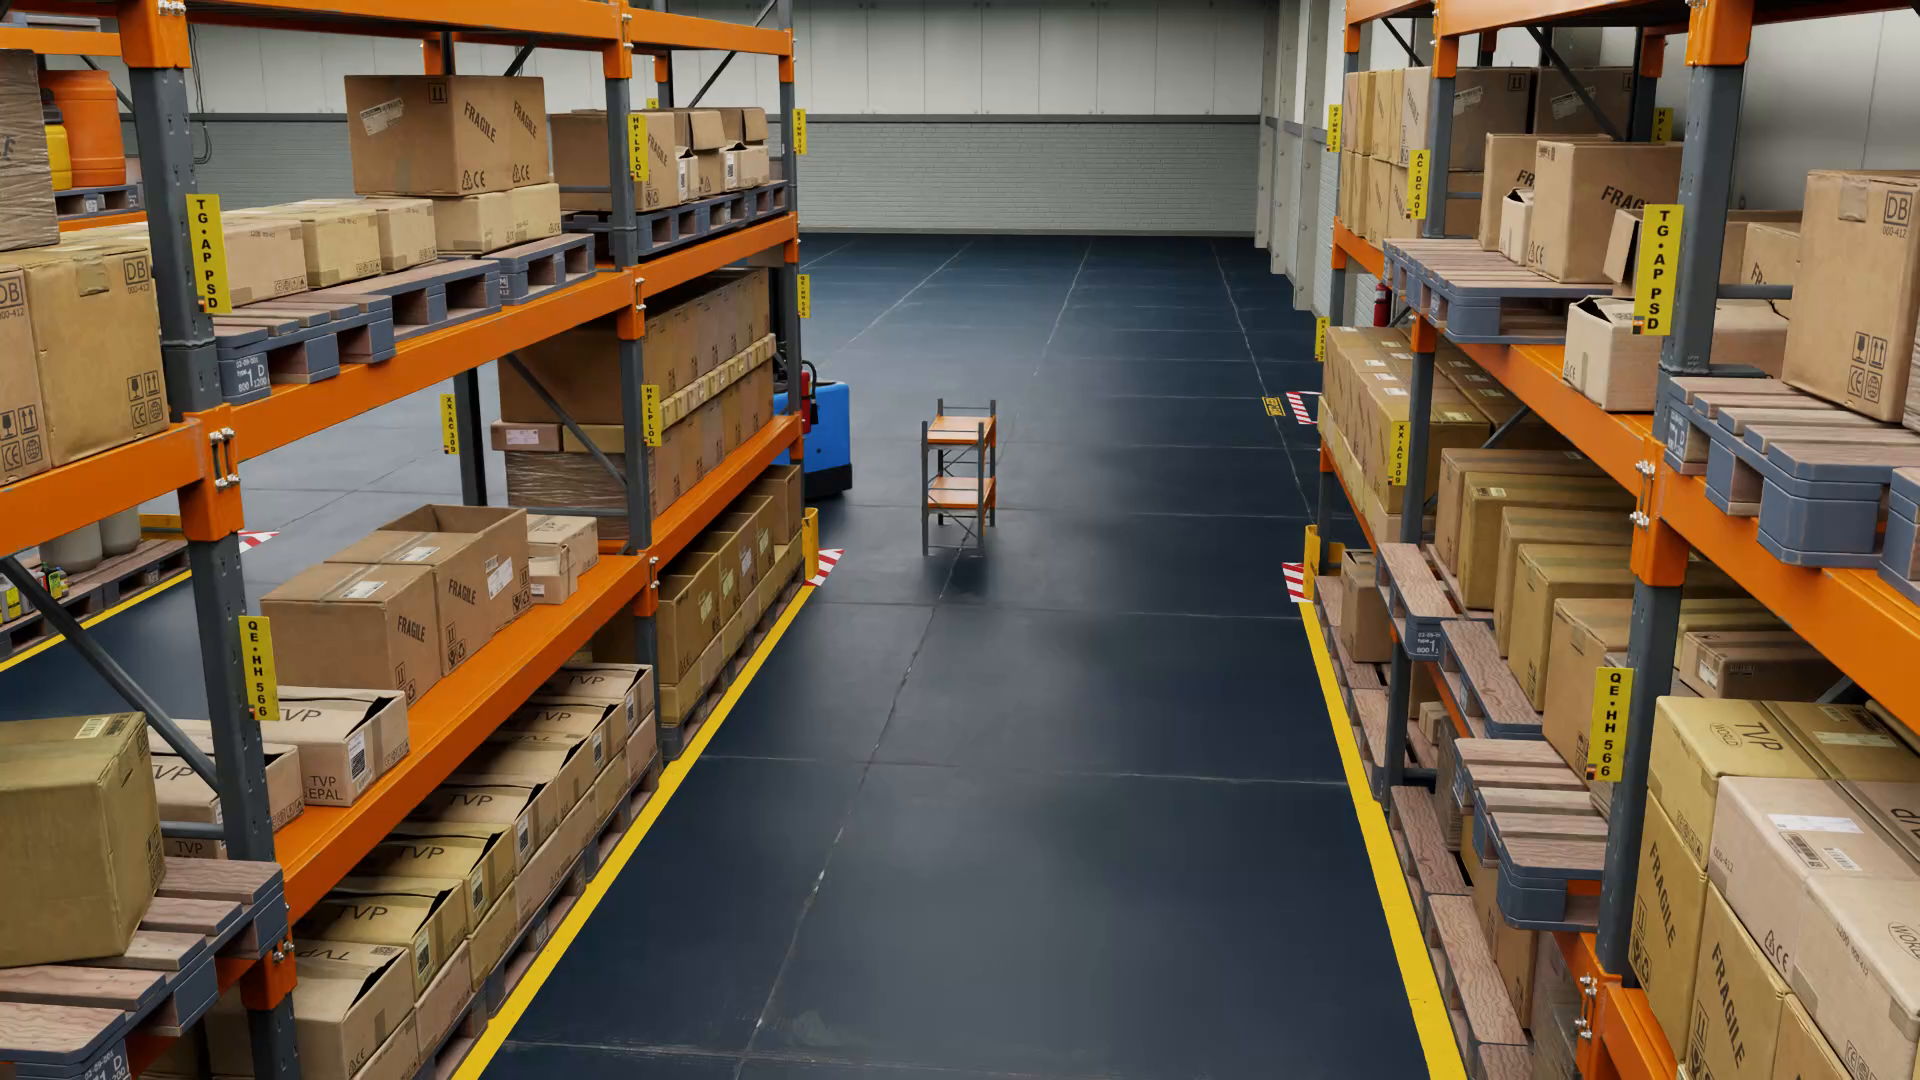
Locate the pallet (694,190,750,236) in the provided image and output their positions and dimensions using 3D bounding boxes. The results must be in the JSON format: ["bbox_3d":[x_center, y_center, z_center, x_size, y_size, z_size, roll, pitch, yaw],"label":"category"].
[{"bbox_3d":[-1.960,-2.091,10.570,1.003,0.211,1.213,2,15,6],"label":"pallet"}]

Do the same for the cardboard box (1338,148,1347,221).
[{"bbox_3d":[2.917,-2.467,11.562,0.500,0.500,0.500,2,15,8],"label":"cardboard box"}]

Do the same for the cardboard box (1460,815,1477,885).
[{"bbox_3d":[2.677,1.318,7.486,0.700,0.500,0.500,1,15,5],"label":"cardboard box"}]

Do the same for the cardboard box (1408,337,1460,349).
[{"bbox_3d":[3.294,-1.081,11.225,0.500,0.500,0.500,2,15,7],"label":"cardboard box"}]

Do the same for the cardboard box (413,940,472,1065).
[{"bbox_3d":[-2.215,1.757,6.382,0.500,0.250,0.500,1,15,5],"label":"cardboard box"}]

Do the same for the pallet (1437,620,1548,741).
[{"bbox_3d":[2.483,0.613,6.518,1.003,0.211,1.213,2,15,6],"label":"pallet"}]

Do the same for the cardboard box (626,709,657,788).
[{"bbox_3d":[-1.930,1.093,8.837,0.500,0.250,0.500,2,15,6],"label":"cardboard box"}]

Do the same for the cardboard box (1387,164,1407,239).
[{"bbox_3d":[2.633,-1.778,9.014,0.500,0.500,0.500,0,15,2],"label":"cardboard box"}]

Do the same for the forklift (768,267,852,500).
[{"bbox_3d":[-2.438,-2.010,15.979,3.031,2.935,1.130,14,20,41],"label":"forklift"}]

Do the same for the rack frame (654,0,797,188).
[{"bbox_3d":[-1.719,-4.081,12.016,1.000,3.000,0.127,2,15,6],"label":"rack frame"}]

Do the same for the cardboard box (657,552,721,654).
[{"bbox_3d":[-1.759,0.374,10.059,0.500,0.500,0.500,2,15,6],"label":"cardboard box"}]

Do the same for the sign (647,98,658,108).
[{"bbox_3d":[-2.270,-3.111,12.349,0.100,0.325,0.005,2,15,6],"label":"sign"}]

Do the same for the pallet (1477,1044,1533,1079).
[{"bbox_3d":[2.390,2.178,5.703,1.003,0.211,1.213,2,15,6],"label":"pallet"}]

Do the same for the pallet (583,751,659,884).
[{"bbox_3d":[-2.215,1.391,8.615,1.003,0.211,1.213,2,15,6],"label":"pallet"}]

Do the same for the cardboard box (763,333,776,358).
[{"bbox_3d":[-1.573,-1.442,12.314,0.380,0.149,0.250,1,15,5],"label":"cardboard box"}]

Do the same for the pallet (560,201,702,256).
[{"bbox_3d":[-2.100,-1.775,9.403,1.003,0.211,1.213,2,15,6],"label":"pallet"}]

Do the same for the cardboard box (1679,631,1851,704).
[{"bbox_3d":[2.309,0.370,4.768,0.380,0.149,0.250,0,15,-1],"label":"cardboard box"}]

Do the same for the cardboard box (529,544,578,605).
[{"bbox_3d":[-2.088,0.151,8.116,0.396,0.266,0.258,1,15,5],"label":"cardboard box"}]

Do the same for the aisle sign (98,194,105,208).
[{"bbox_3d":[-6.924,-2.614,13.103,0.394,0.787,0.004,2,15,6],"label":"aisle sign"}]

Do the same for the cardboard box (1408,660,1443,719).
[{"bbox_3d":[2.829,0.721,9.695,0.500,0.500,0.500,1,15,2],"label":"cardboard box"}]

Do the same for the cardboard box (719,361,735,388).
[{"bbox_3d":[-1.718,-1.106,11.072,0.380,0.149,0.250,2,15,8],"label":"cardboard box"}]

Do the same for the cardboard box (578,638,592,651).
[{"bbox_3d":[-2.268,0.359,10.115,0.500,0.500,0.500,2,15,6],"label":"cardboard box"}]

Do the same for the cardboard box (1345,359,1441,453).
[{"bbox_3d":[2.674,-0.829,10.292,0.500,0.500,0.500,2,15,8],"label":"cardboard box"}]

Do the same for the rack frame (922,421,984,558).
[{"bbox_3d":[-0.058,-0.409,13.521,0.500,1.125,0.032,2,15,6],"label":"rack frame"}]

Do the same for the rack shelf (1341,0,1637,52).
[{"bbox_3d":[2.977,-3.069,9.656,1.077,0.370,4.000,2,15,6],"label":"rack shelf"}]

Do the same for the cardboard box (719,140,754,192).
[{"bbox_3d":[-1.650,-2.410,10.679,0.500,0.311,0.500,4,16,13],"label":"cardboard box"}]

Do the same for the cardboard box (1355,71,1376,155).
[{"bbox_3d":[2.765,-2.674,10.414,0.500,0.500,0.500,2,15,8],"label":"cardboard box"}]

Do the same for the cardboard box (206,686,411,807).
[{"bbox_3d":[-2.329,0.706,5.974,0.500,0.311,0.500,2,15,6],"label":"cardboard box"}]

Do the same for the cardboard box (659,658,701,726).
[{"bbox_3d":[-1.817,0.865,9.678,0.500,0.250,0.500,2,15,6],"label":"cardboard box"}]

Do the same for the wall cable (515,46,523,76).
[{"bbox_3d":[-12.853,-14.521,44.109,2.305,6.003,0.169,2,15,6],"label":"wall cable"}]

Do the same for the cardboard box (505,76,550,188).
[{"bbox_3d":[-2.280,-1.929,7.850,0.500,0.500,0.500,2,15,7],"label":"cardboard box"}]

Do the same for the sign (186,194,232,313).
[{"bbox_3d":[-2.083,-0.791,4.605,0.100,0.325,0.005,2,15,6],"label":"sign"}]

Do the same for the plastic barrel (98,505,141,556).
[{"bbox_3d":[-6.639,-0.161,12.972,0.421,0.512,0.421,0,15,0],"label":"plastic barrel"}]

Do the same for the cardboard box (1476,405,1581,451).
[{"bbox_3d":[3.012,-0.418,8.773,0.500,0.500,0.500,1,15,5],"label":"cardboard box"}]

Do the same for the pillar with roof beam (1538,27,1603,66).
[{"bbox_3d":[-0.294,-3.856,11.183,9.100,9.000,0.400,2,15,6],"label":"pillar with roof beam"}]

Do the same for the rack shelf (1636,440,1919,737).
[{"bbox_3d":[2.075,0.453,2.373,1.077,0.370,4.000,2,15,6],"label":"rack shelf"}]

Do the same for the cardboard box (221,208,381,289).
[{"bbox_3d":[-2.510,-1.093,6.192,0.500,0.250,0.500,1,15,5],"label":"cardboard box"}]

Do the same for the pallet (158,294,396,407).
[{"bbox_3d":[-2.634,-0.646,5.419,1.213,0.211,1.003,2,15,9],"label":"pallet"}]

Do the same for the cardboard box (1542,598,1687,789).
[{"bbox_3d":[2.380,0.506,5.510,0.700,0.500,0.500,0,15,1],"label":"cardboard box"}]

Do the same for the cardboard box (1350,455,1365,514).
[{"bbox_3d":[2.610,-0.332,9.891,0.500,0.250,0.500,2,15,6],"label":"cardboard box"}]

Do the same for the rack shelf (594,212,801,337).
[{"bbox_3d":[-1.945,-1.767,10.583,1.077,0.370,4.000,2,15,6],"label":"rack shelf"}]

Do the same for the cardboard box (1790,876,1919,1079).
[{"bbox_3d":[1.881,0.850,3.034,0.500,0.250,0.500,2,15,7],"label":"cardboard box"}]

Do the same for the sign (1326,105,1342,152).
[{"bbox_3d":[2.664,-2.926,11.816,0.100,0.325,0.005,2,15,6],"label":"sign"}]

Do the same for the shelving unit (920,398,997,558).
[{"bbox_3d":[-0.001,-0.541,14.009,0.538,1.125,1.048,2,15,6],"label":"shelving unit"}]

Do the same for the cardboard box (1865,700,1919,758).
[{"bbox_3d":[2.507,0.596,3.974,0.500,0.250,0.500,2,15,8],"label":"cardboard box"}]

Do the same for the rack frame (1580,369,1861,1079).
[{"bbox_3d":[2.300,1.035,4.589,1.000,3.000,0.127,2,15,6],"label":"rack frame"}]

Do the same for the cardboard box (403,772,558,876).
[{"bbox_3d":[-2.103,1.214,7.314,0.500,0.311,0.500,2,15,6],"label":"cardboard box"}]

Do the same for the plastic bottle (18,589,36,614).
[{"bbox_3d":[-6.484,0.360,11.459,0.152,0.276,0.135,1,15,5],"label":"plastic bottle"}]

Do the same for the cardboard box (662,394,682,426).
[{"bbox_3d":[-1.864,-0.773,9.841,0.380,0.149,0.250,2,15,6],"label":"cardboard box"}]

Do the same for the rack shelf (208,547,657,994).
[{"bbox_3d":[-2.396,0.718,7.138,1.077,0.370,4.000,2,15,6],"label":"rack shelf"}]

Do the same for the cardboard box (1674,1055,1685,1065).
[{"bbox_3d":[1.996,1.290,4.088,0.380,0.149,0.250,2,15,7],"label":"cardboard box"}]

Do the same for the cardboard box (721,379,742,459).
[{"bbox_3d":[-1.901,-0.848,11.359,0.700,0.500,0.500,2,15,7],"label":"cardboard box"}]

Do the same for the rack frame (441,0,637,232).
[{"bbox_3d":[-2.171,-3.044,8.179,1.000,3.000,0.127,2,15,6],"label":"rack frame"}]

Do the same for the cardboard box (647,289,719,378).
[{"bbox_3d":[-1.957,-1.328,10.650,0.700,0.500,0.500,2,15,6],"label":"cardboard box"}]

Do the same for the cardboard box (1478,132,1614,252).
[{"bbox_3d":[2.610,-1.562,7.451,0.500,0.500,0.500,4,16,14],"label":"cardboard box"}]

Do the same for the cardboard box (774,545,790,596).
[{"bbox_3d":[-1.531,0.217,12.075,0.500,0.250,0.500,2,15,6],"label":"cardboard box"}]

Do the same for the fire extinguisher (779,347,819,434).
[{"bbox_3d":[-1.245,-1.165,12.872,0.296,0.674,0.183,2,15,6],"label":"fire extinguisher"}]
